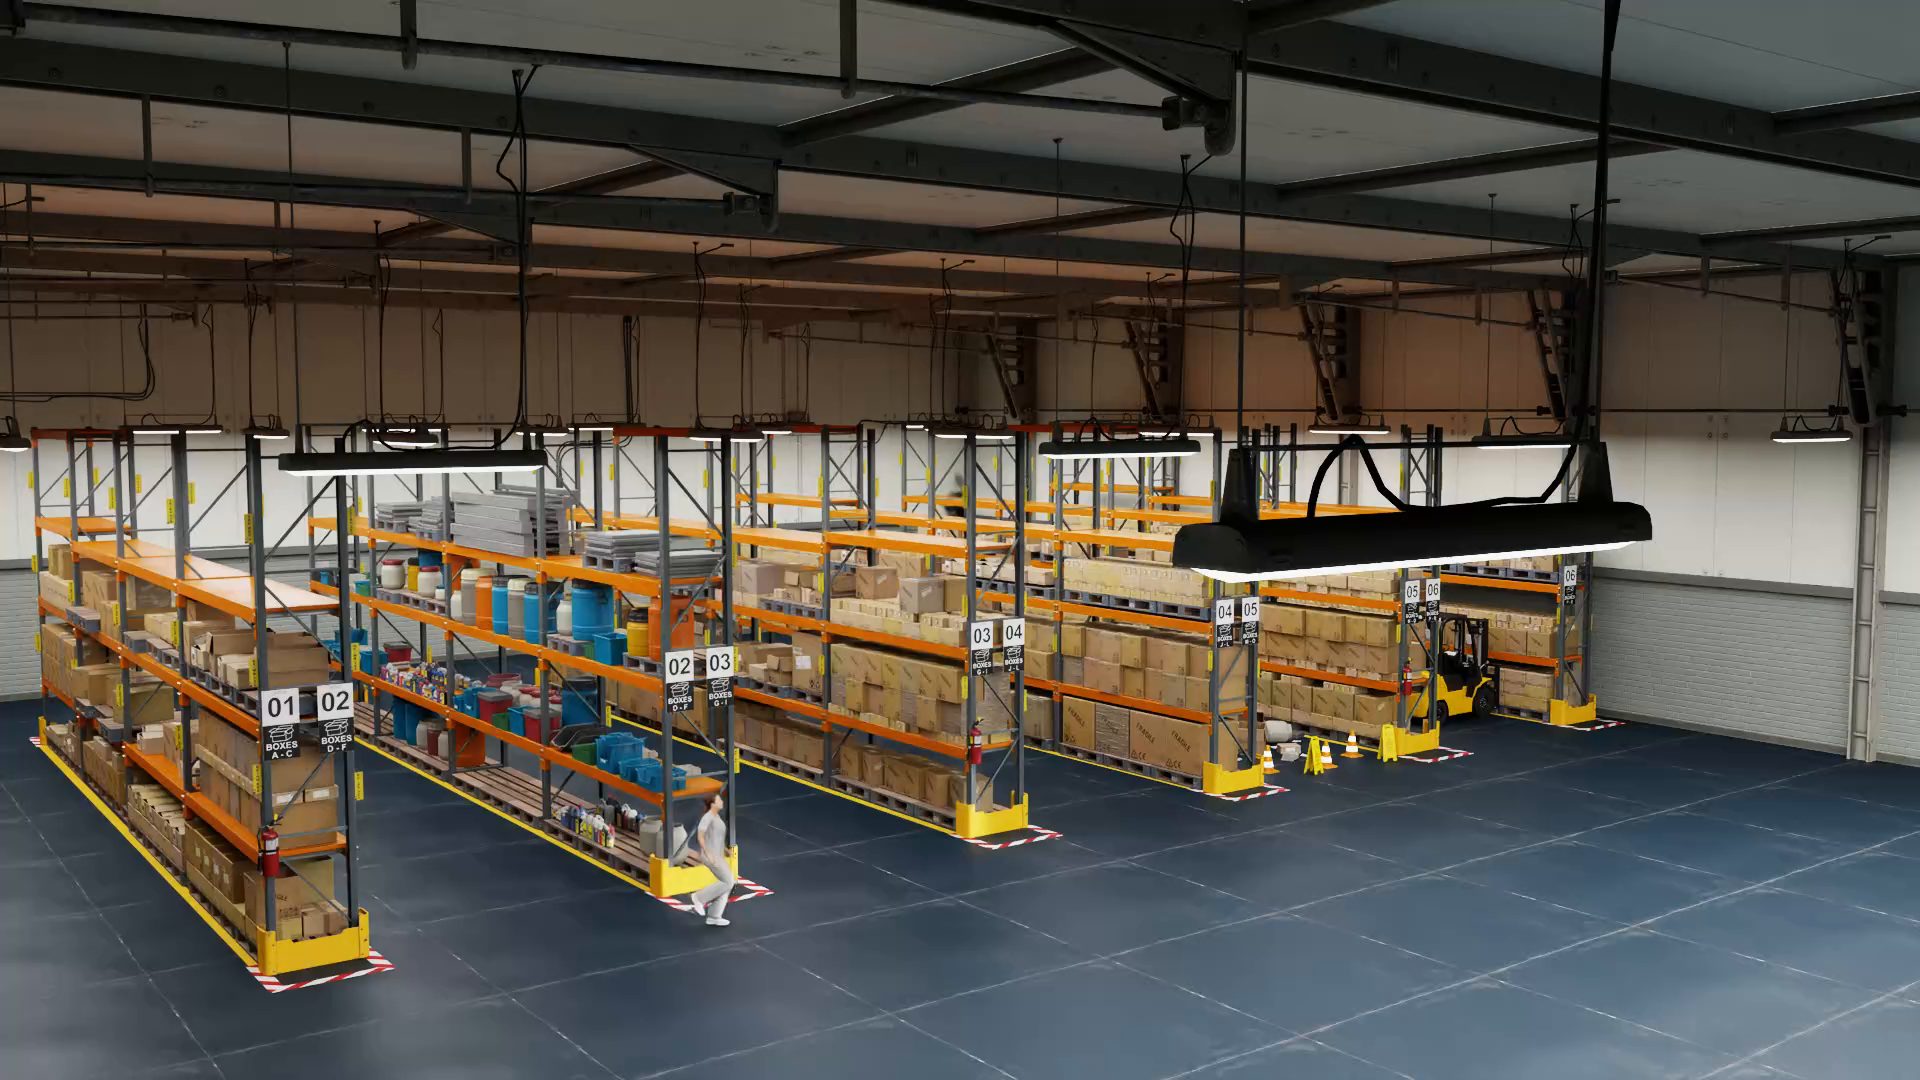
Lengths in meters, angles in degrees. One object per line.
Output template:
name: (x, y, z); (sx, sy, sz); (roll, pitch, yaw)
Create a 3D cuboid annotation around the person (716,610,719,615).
person: (-5.708, 2.458, 38.515); (0.754, 1.701, 0.689); (-3, 5, -35)

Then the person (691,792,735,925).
person: (-3.053, 3.913, 20.584); (0.491, 1.593, 0.596); (0, 4, 4)

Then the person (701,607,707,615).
person: (-6.422, 2.370, 41.050); (0.609, 1.530, 0.634); (-4, 6, -39)
